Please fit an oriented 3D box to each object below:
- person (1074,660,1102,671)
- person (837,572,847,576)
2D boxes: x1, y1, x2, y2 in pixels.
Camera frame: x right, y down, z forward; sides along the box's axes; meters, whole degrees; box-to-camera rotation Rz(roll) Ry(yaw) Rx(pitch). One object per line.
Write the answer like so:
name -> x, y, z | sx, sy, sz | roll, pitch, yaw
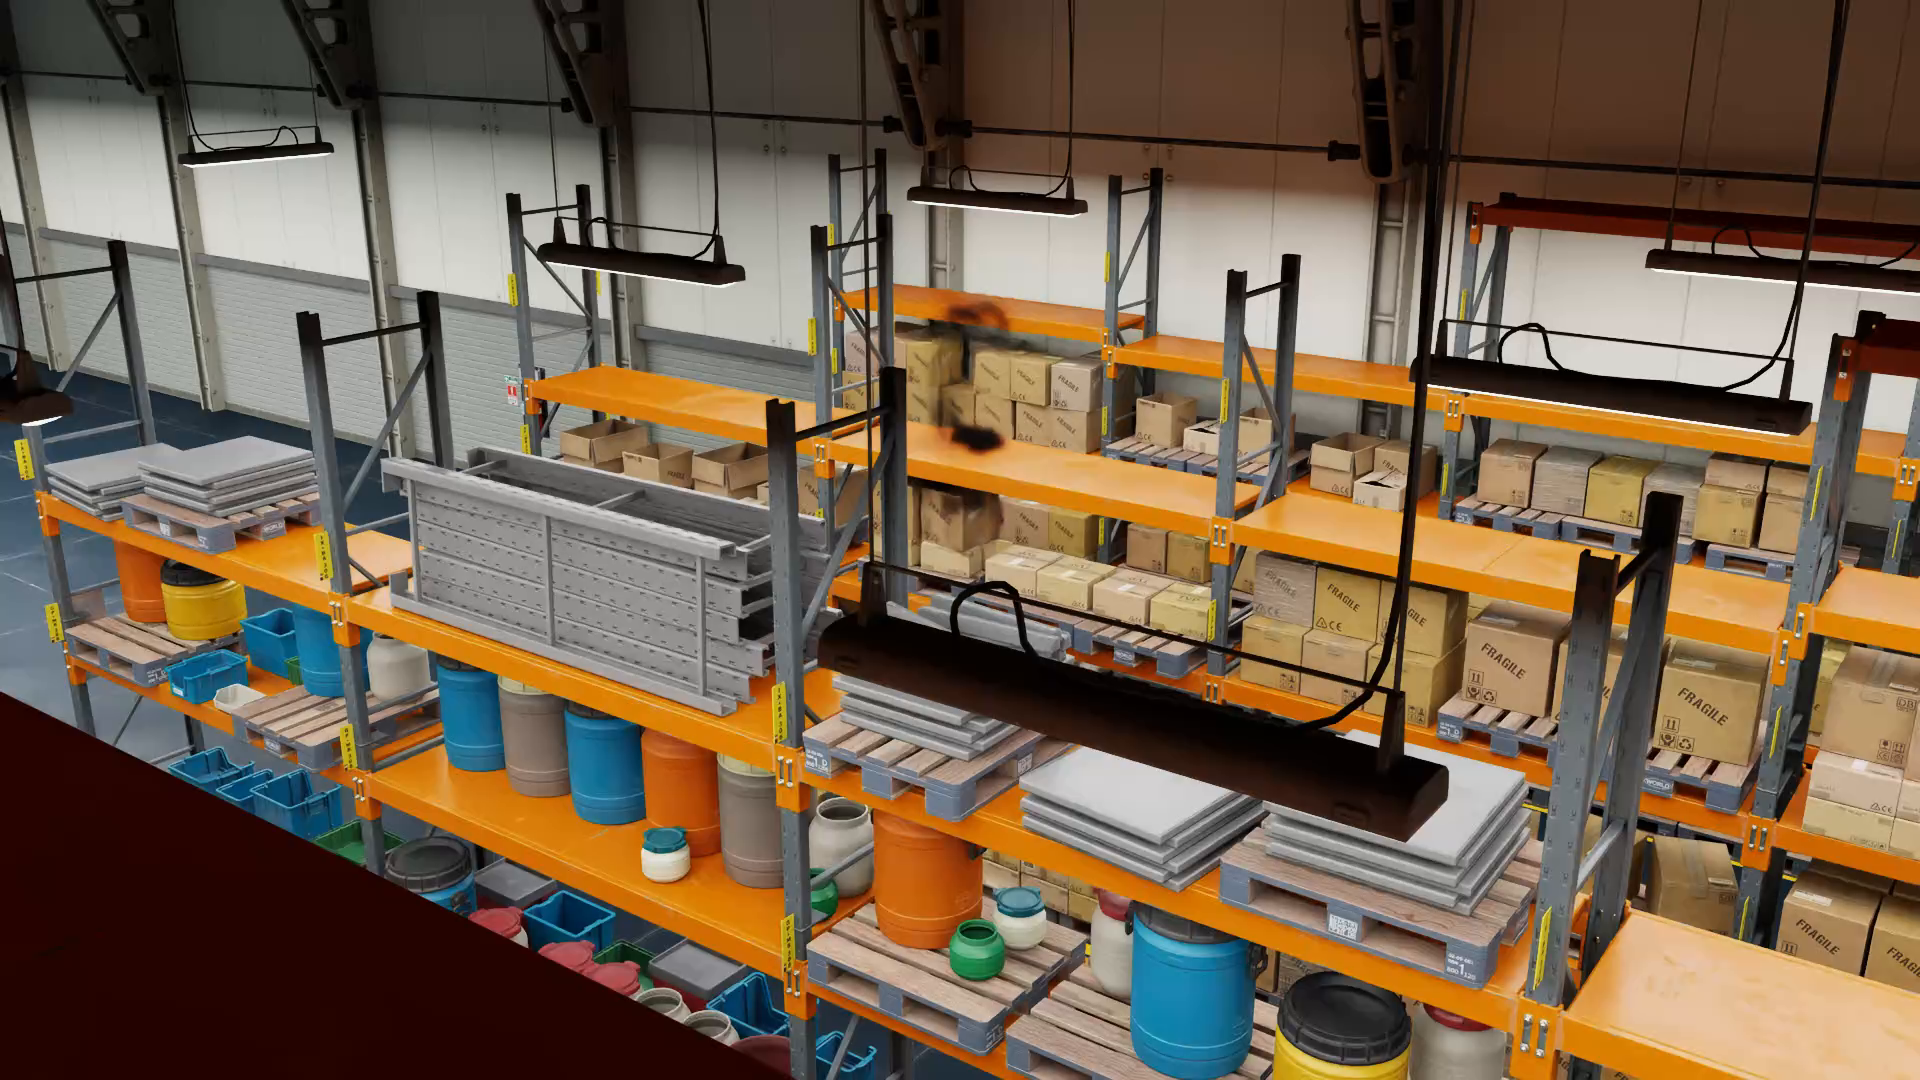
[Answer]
person -> 1.351, 1.636, 17.697 | 0.572, 1.630, 0.565 | 10, 21, 28
person -> -1.469, 1.083, 19.221 | 0.707, 1.752, 0.594 | 6, 20, 18
